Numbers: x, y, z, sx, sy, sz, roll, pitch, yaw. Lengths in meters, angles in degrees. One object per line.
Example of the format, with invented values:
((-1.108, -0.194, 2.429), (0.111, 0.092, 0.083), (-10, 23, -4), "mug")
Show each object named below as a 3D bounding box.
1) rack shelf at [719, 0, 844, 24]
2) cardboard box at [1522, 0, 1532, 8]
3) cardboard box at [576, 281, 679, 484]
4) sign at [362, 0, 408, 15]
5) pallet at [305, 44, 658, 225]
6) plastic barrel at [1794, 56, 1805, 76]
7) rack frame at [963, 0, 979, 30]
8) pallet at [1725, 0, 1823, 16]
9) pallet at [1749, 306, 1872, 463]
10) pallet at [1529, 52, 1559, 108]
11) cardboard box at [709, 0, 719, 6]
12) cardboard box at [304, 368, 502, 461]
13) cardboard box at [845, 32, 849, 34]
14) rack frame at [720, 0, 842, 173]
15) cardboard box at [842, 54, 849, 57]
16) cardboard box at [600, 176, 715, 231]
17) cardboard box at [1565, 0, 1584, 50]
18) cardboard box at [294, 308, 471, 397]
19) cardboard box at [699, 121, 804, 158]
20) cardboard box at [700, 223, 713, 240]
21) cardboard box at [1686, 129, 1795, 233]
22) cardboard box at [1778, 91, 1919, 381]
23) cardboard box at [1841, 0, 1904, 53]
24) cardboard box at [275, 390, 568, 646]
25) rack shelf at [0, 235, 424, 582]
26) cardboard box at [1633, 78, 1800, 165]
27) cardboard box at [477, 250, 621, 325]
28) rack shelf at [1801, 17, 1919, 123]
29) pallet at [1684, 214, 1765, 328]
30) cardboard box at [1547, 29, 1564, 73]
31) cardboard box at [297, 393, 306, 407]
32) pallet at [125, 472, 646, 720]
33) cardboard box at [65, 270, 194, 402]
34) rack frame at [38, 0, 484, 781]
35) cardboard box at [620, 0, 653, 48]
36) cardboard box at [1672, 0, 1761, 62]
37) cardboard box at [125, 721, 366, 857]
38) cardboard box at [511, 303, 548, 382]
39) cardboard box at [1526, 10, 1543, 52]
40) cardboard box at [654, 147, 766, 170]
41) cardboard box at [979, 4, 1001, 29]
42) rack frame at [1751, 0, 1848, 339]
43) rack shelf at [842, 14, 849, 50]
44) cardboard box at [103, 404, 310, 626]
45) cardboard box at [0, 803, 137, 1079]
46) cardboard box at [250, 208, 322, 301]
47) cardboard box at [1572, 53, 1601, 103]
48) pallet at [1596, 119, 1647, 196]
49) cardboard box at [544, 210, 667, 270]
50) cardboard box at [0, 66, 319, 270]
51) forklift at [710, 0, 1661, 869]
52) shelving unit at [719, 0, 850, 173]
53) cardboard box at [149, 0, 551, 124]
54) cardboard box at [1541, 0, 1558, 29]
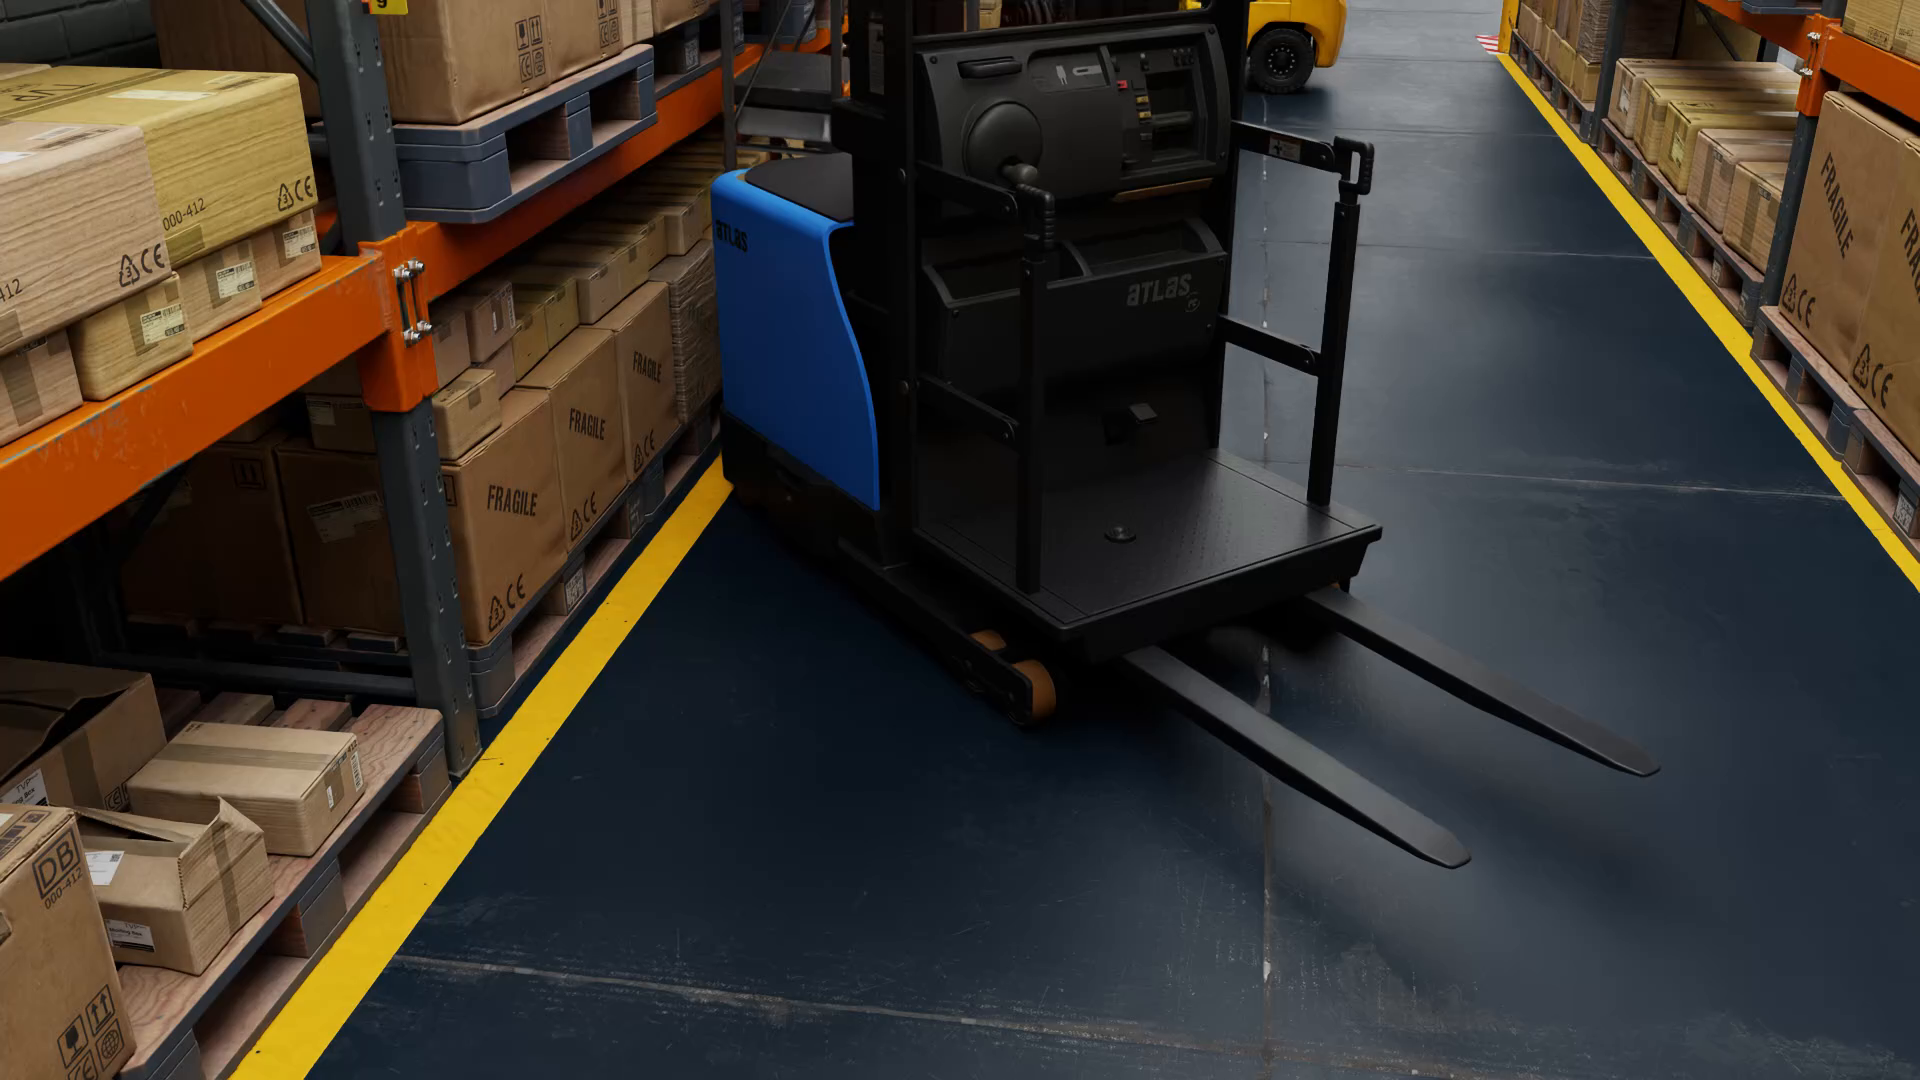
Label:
((-0.507, -1.995, 5.360), (0.431, 0.518, 0.480), (8, 30, 10), "rack shelf")
((4.767, -4.471, 13.126), (0.500, 0.500, 0.500), (3, 25, 7), "cardboard box")
((-1.220, -0.514, 5.264), (0.500, 0.500, 0.500), (3, 25, 7), "cardboard box")
((-1.148, -1.196, 3.245), (0.100, 0.325, 0.005), (4, 25, 9), "sign")
((-1.446, -1.078, 4.240), (1.003, 0.211, 1.213), (4, 25, 9), "pallet")
((6.331, -3.379, 11.969), (0.421, 0.421, 0.512), (-20, 32, -36), "plastic barrel")
((-0.377, -4.184, 10.650), (1.000, 3.000, 0.127), (4, 25, 9), "rack frame")
((3.879, -2.387, 7.037), (1.213, 0.211, 1.003), (4, 25, 9), "pallet")
((3.664, -0.581, 6.242), (1.003, 0.211, 1.213), (4, 25, 9), "pallet")
((4.793, -3.373, 12.208), (1.003, 0.211, 1.213), (4, 25, 9), "pallet")
((-1.115, -2.052, 5.479), (0.797, 0.503, 0.637), (3, 25, 7), "cardboard box")
((-1.363, -0.321, 4.086), (0.380, 0.149, 0.250), (5, 26, 11), "cardboard box")
((-0.585, -2.755, 9.904), (0.875, 0.625, 0.625), (4, 25, 8), "cardboard box")
((-0.584, -1.283, 5.493), (0.400, 2.100, 0.015), (8, 30, 10), "rack frame")
((-0.816, -2.159, 8.630), (0.875, 0.625, 0.625), (5, 26, 10), "cardboard box")
((-1.090, -1.204, 5.971), (0.380, 0.149, 0.250), (4, 25, 8), "cardboard box")
((4.434, -3.605, 11.276), (0.500, 0.500, 0.500), (4, 25, 9), "cardboard box")
((-1.423, -0.460, 4.032), (0.380, 0.149, 0.250), (4, 25, 8), "cardboard box")
((-0.861, -1.639, 6.900), (0.380, 0.149, 0.250), (3, 25, 6), "cardboard box")
((-1.062, -0.949, 6.193), (0.500, 0.500, 0.500), (5, 26, 11), "cardboard box")
((4.082, -1.713, 7.976), (0.950, 0.372, 0.625), (4, 25, 8), "cardboard box")
((3.672, -1.113, 6.101), (0.875, 0.875, 0.875), (4, 25, 8), "cardboard box")
((3.539, -1.913, 5.976), (0.500, 0.250, 0.500), (4, 25, 8), "cardboard box")
((-1.383, -0.083, 4.341), (0.500, 0.500, 0.500), (5, 26, 11), "cardboard box")
((-2.011, 0.324, 1.867), (1.077, 0.370, 4.000), (4, 25, 9), "rack shelf")
((4.323, -2.321, 9.275), (0.950, 0.372, 0.625), (6, 26, 12), "cardboard box")
((-1.254, -0.768, 5.041), (0.380, 0.149, 0.250), (4, 25, 8), "cardboard box")
((3.540, -1.006, 4.710), (1.077, 0.370, 4.000), (4, 25, 9), "rack shelf")
((3.996, -1.232, 7.633), (1.003, 0.211, 1.213), (4, 25, 9), "pallet")
((4.517, -3.488, 11.911), (0.500, 0.250, 0.500), (4, 25, 9), "cardboard box")
((-1.871, -0.474, 4.412), (0.380, 0.149, 0.250), (4, 25, 9), "cardboard box")
((-1.589, 0.082, 4.825), (1.003, 0.211, 1.213), (4, 25, 9), "pallet")
((-1.527, -0.352, 2.761), (0.380, 0.149, 0.250), (5, 25, 10), "cardboard box")
((-1.684, -0.838, 3.502), (1.000, 3.000, 0.127), (4, 25, 9), "rack frame")
((-1.079, -1.522, 4.626), (0.396, 0.266, 0.258), (5, 26, 11), "cardboard box")
((4.884, -3.354, 10.740), (0.500, 0.500, 0.500), (5, 26, 11), "cardboard box")
((-1.485, 0.517, 3.476), (0.380, 0.149, 0.250), (3, 25, 7), "cardboard box")
((-1.363, -0.551, 4.576), (0.380, 0.149, 0.250), (3, 25, 6), "cardboard box")
((4.679, -3.928, 12.852), (0.500, 0.250, 0.500), (5, 26, 10), "cardboard box")
((-0.962, -1.415, 6.423), (0.380, 0.149, 0.250), (3, 25, 7), "cardboard box")
((0.007, -3.536, 11.424), (0.500, 0.250, 0.500), (4, 25, 8), "cardboard box")
((3.867, -2.168, 6.344), (1.000, 3.000, 0.127), (4, 25, 9), "rack frame")
((-0.704, -3.021, 9.015), (1.077, 0.370, 4.000), (4, 25, 9), "rack shelf")
((-1.896, -0.122, 4.425), (0.500, 0.500, 0.500), (4, 25, 8), "cardboard box")
((-1.797, 0.739, 2.587), (0.700, 0.500, 0.500), (3, 25, 7), "cardboard box")
((-1.487, -0.573, 3.233), (0.380, 0.149, 0.250), (4, 25, 9), "cardboard box")
((4.352, -3.052, 10.980), (0.500, 0.250, 0.500), (5, 26, 11), "cardboard box")
((4.395, -2.253, 9.814), (1.003, 0.211, 1.213), (4, 25, 9), "pallet")
((-1.196, -0.987, 5.508), (0.380, 0.149, 0.250), (4, 25, 9), "cardboard box")
((-1.527, -0.675, 2.979), (0.500, 0.250, 0.500), (5, 25, 10), "cardboard box")
((0.436, -1.084, 4.109), (1.130, 2.935, 3.031), (-15, 29, -30), "forklift")
((-0.532, -1.400, 5.701), (0.431, 2.100, 0.503), (8, 30, 10), "shelving unit")
((-1.384, -1.260, 3.791), (0.700, 0.500, 0.500), (5, 25, 10), "cardboard box")
((4.595, -4.042, 12.211), (0.500, 0.500, 0.500), (5, 25, 10), "cardboard box")
